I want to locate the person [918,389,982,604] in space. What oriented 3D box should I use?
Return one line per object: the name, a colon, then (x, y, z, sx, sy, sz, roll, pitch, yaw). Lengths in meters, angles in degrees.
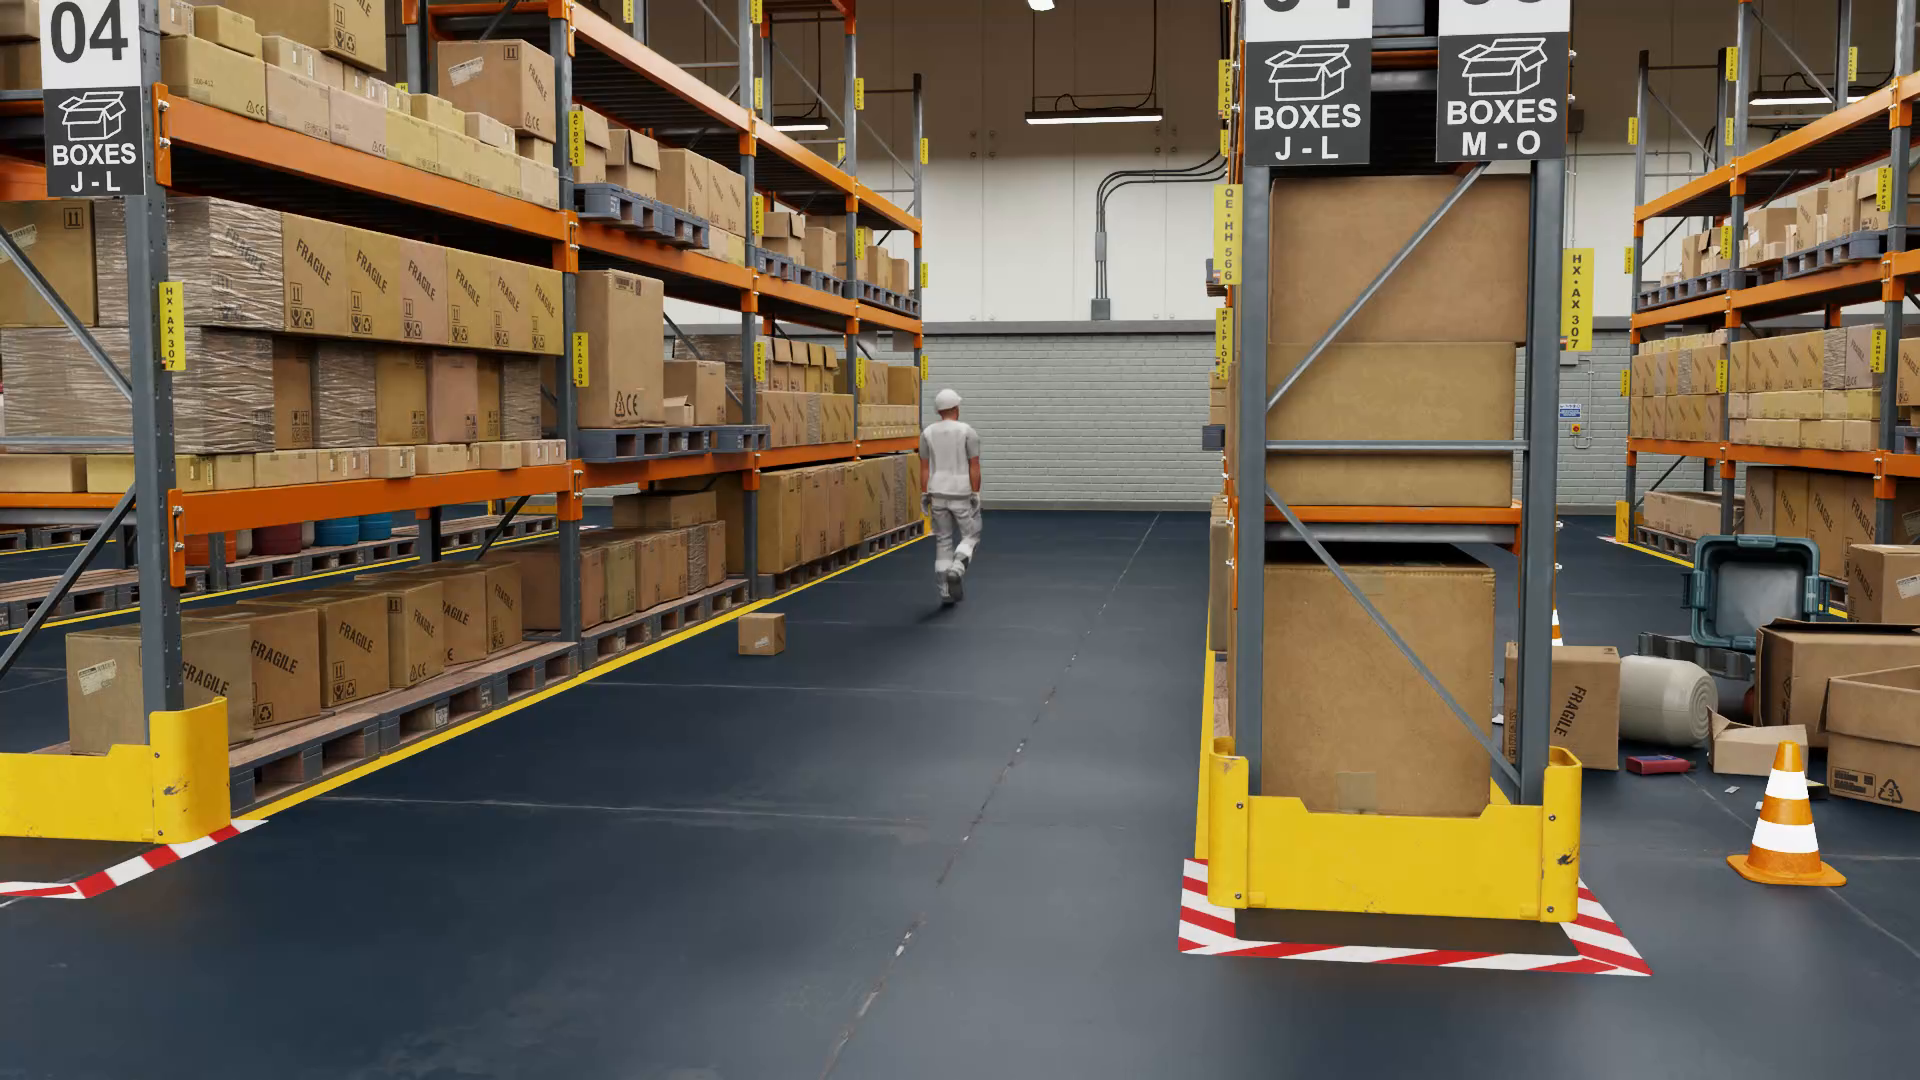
person: (-0.081, -0.359, 13.774, 0.542, 1.782, 0.550, 1, 5, 16)
